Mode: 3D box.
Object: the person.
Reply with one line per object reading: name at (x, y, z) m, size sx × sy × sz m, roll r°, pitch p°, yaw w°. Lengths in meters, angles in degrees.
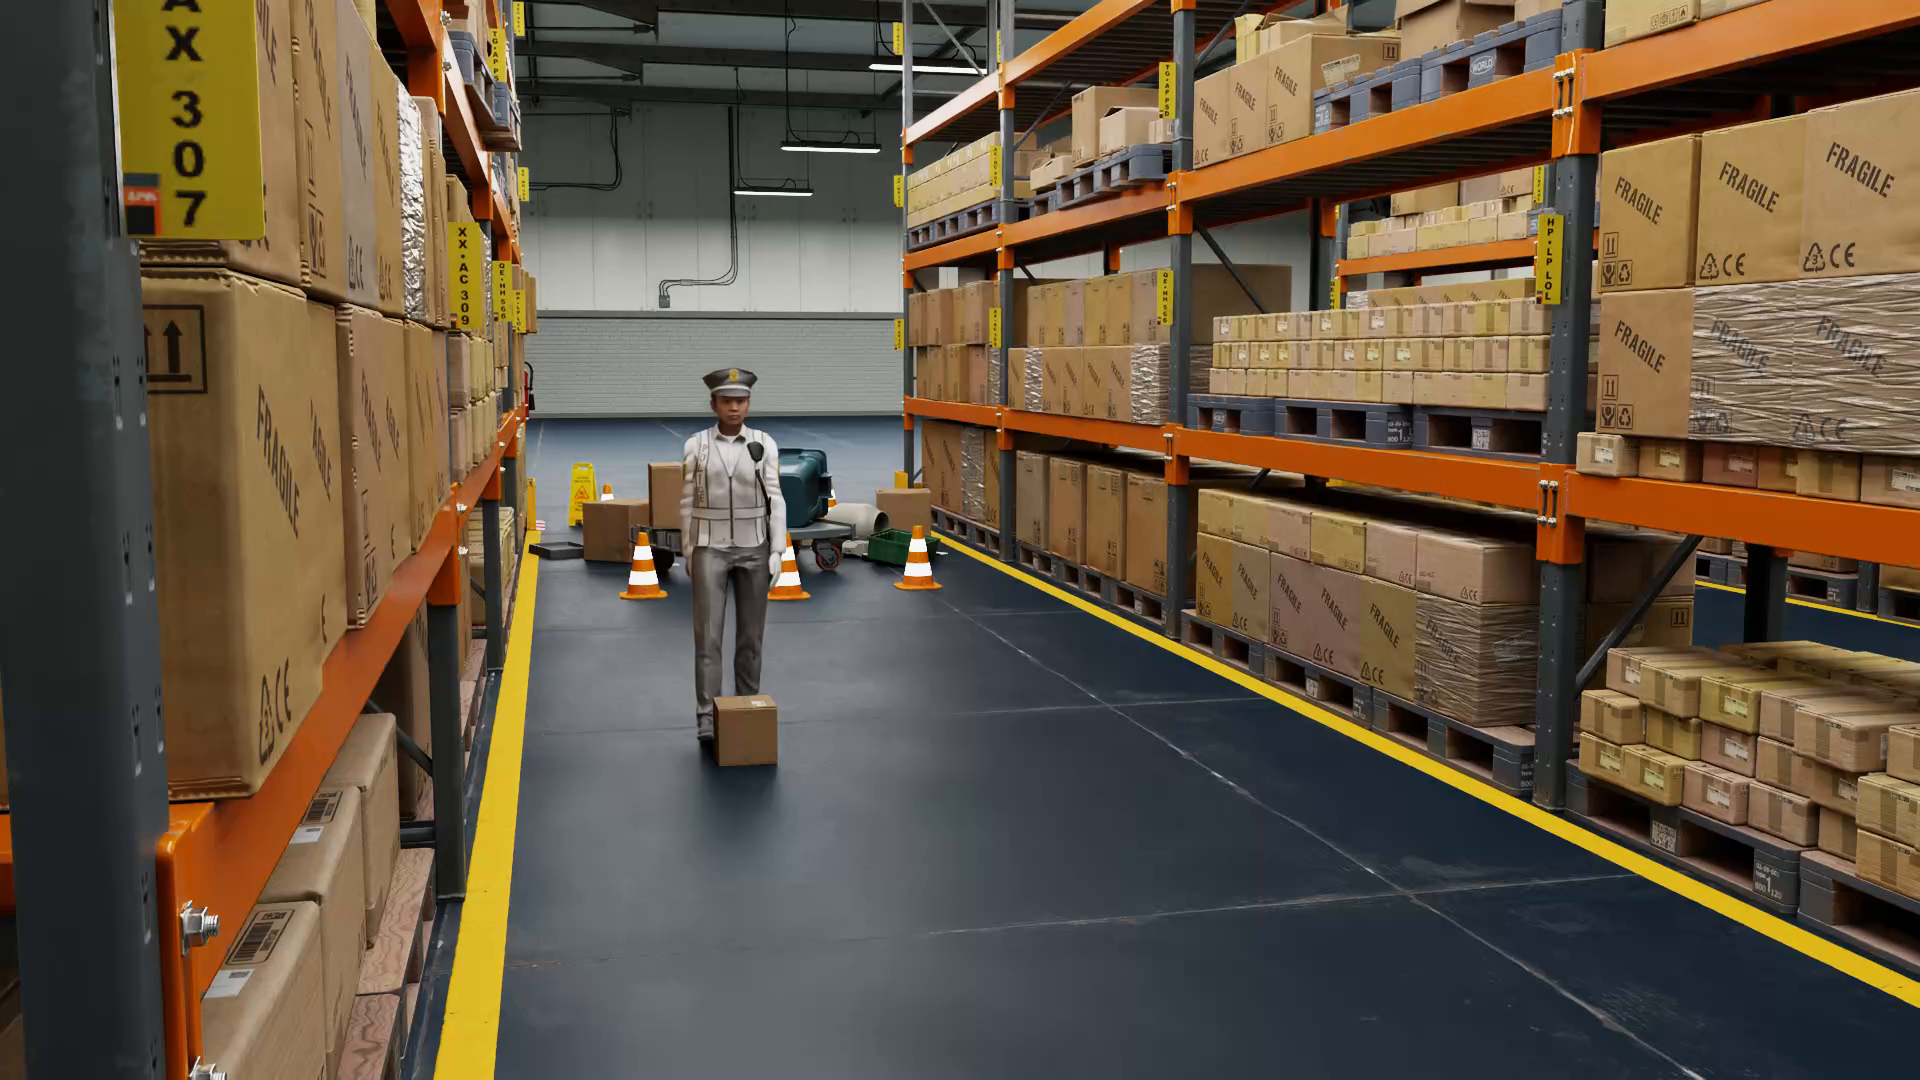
person at (-1.013, 0.070, 7.474) m, size 0.475 × 1.683 × 0.485 m, roll -1°, pitch 6°, yaw -13°
